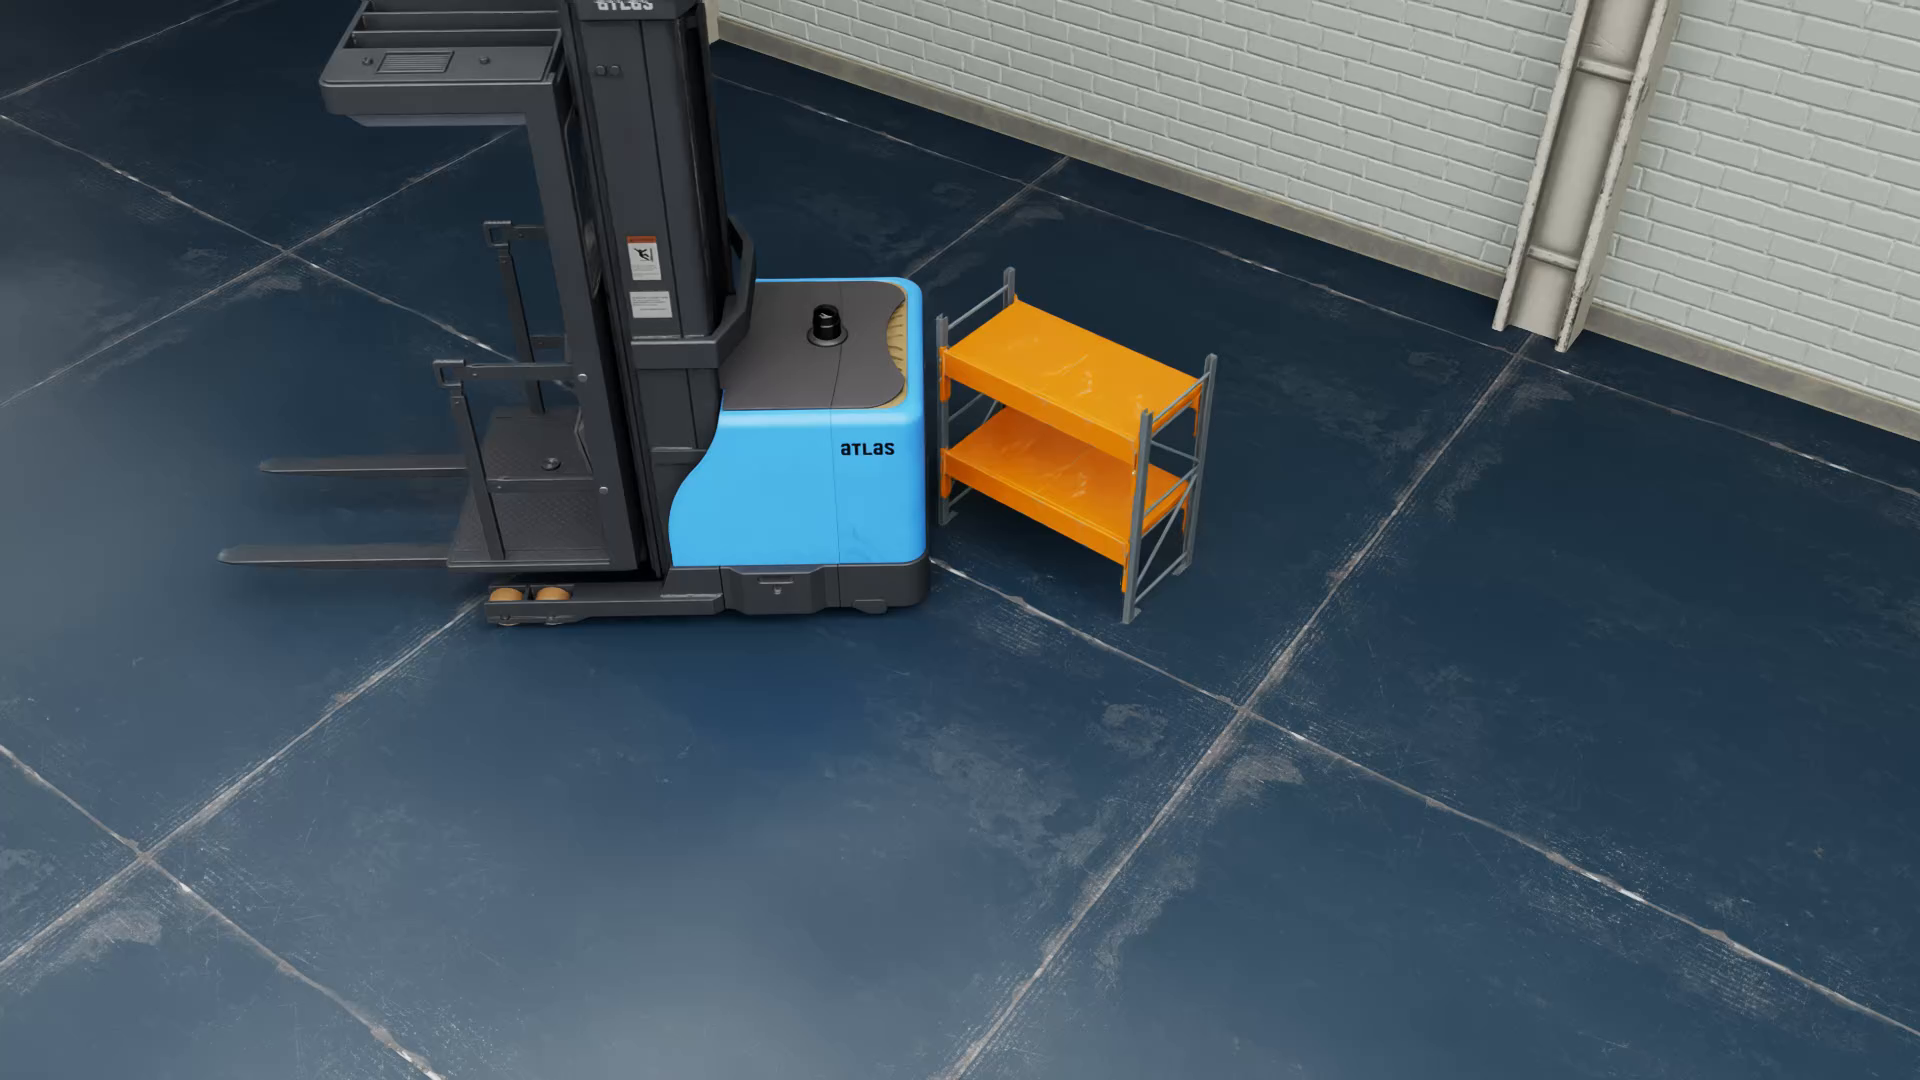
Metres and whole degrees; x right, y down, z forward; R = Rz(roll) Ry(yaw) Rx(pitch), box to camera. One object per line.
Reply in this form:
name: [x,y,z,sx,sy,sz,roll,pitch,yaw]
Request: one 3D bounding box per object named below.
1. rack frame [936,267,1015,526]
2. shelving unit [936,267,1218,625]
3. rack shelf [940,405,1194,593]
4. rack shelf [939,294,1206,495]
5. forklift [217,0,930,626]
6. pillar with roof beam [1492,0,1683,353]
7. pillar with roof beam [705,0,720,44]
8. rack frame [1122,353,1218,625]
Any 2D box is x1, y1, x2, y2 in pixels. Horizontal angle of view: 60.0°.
rack frame: [0.068,-0.617,7.344,0.032,1.125,0.500,28,49,28]
shelving unit: [0.464,-0.404,7.106,1.048,1.125,0.538,28,49,28]
rack shelf: [0.464,-0.222,7.269,1.000,0.278,0.538,28,49,28]
rack shelf: [0.464,-0.622,6.911,1.000,0.278,0.538,28,49,28]
forklift: [-1.656,-1.085,6.513,3.031,2.935,1.130,-1,42,-1]
pillar with roof beam: [0.573,-2.127,3.127,0.400,9.000,9.100,25,48,25]
pillar with roof beam: [-4.340,-4.424,5.694,0.400,9.000,9.100,25,48,25]
rack frame: [0.860,-0.191,6.869,0.032,1.125,0.500,28,49,28]
